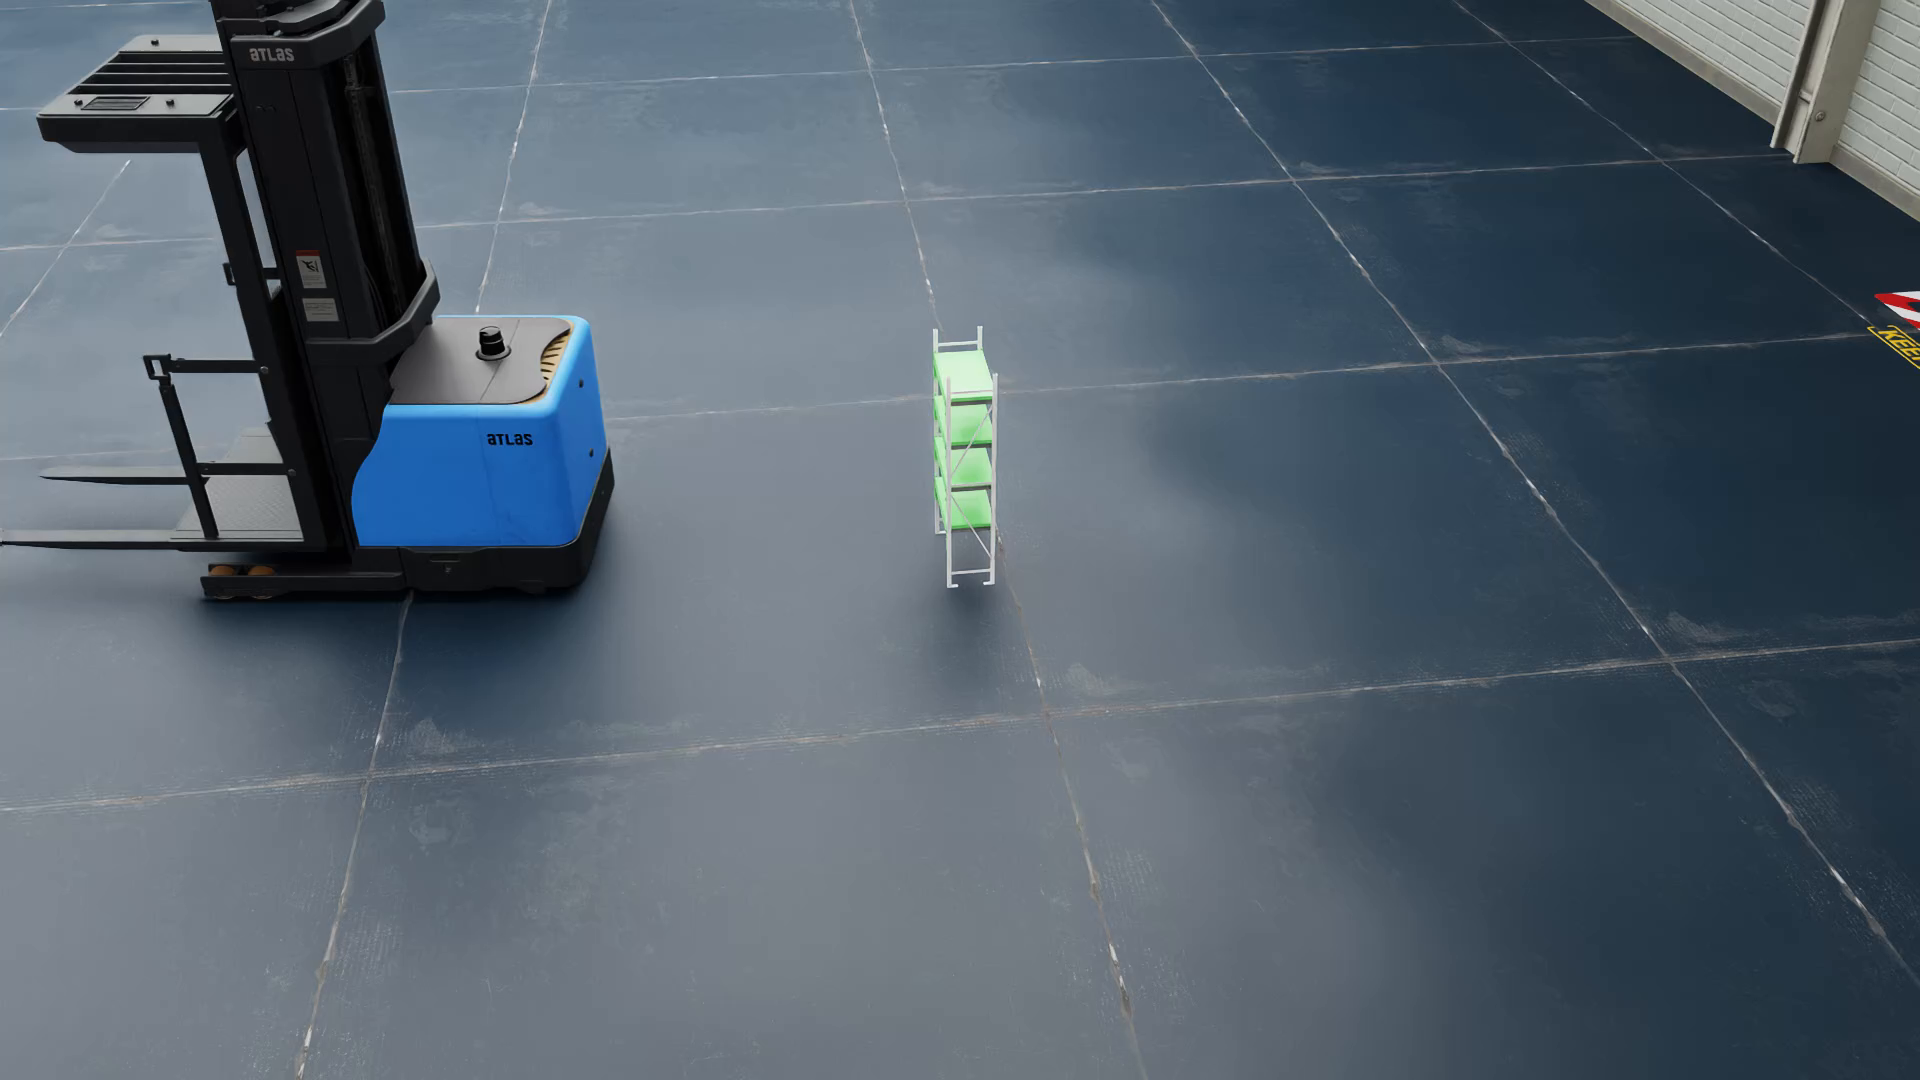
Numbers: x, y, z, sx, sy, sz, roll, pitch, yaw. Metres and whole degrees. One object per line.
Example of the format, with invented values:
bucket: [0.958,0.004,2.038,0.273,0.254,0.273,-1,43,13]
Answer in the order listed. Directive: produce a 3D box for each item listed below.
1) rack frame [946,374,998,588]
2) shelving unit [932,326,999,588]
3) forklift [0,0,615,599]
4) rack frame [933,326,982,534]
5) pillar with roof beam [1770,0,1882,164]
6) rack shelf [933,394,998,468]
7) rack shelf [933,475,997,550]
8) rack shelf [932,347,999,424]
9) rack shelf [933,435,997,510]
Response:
rack frame: [0.055,-0.267,8.077,0.240,1.200,0.015,-4,35,-6]
shelving unit: [0.022,-0.403,8.277,0.258,1.200,0.503,-4,35,-6]
forklift: [-3.397,-1.213,7.928,3.031,2.935,1.130,0,34,0]
rack frame: [-0.011,-0.540,8.476,0.240,1.200,0.015,-4,35,-6]
pillar with roof beam: [2.449,-6.480,10.268,9.100,9.000,0.400,-4,35,-6]
rack shelf: [0.022,-0.549,8.177,0.258,0.148,0.480,-4,35,-6]
rack shelf: [0.022,-0.152,8.448,0.258,0.148,0.480,-4,35,-6]
rack shelf: [0.022,-0.747,8.042,0.258,0.148,0.480,-4,35,-6]
rack shelf: [0.022,-0.351,8.313,0.258,0.148,0.480,-4,35,-6]
